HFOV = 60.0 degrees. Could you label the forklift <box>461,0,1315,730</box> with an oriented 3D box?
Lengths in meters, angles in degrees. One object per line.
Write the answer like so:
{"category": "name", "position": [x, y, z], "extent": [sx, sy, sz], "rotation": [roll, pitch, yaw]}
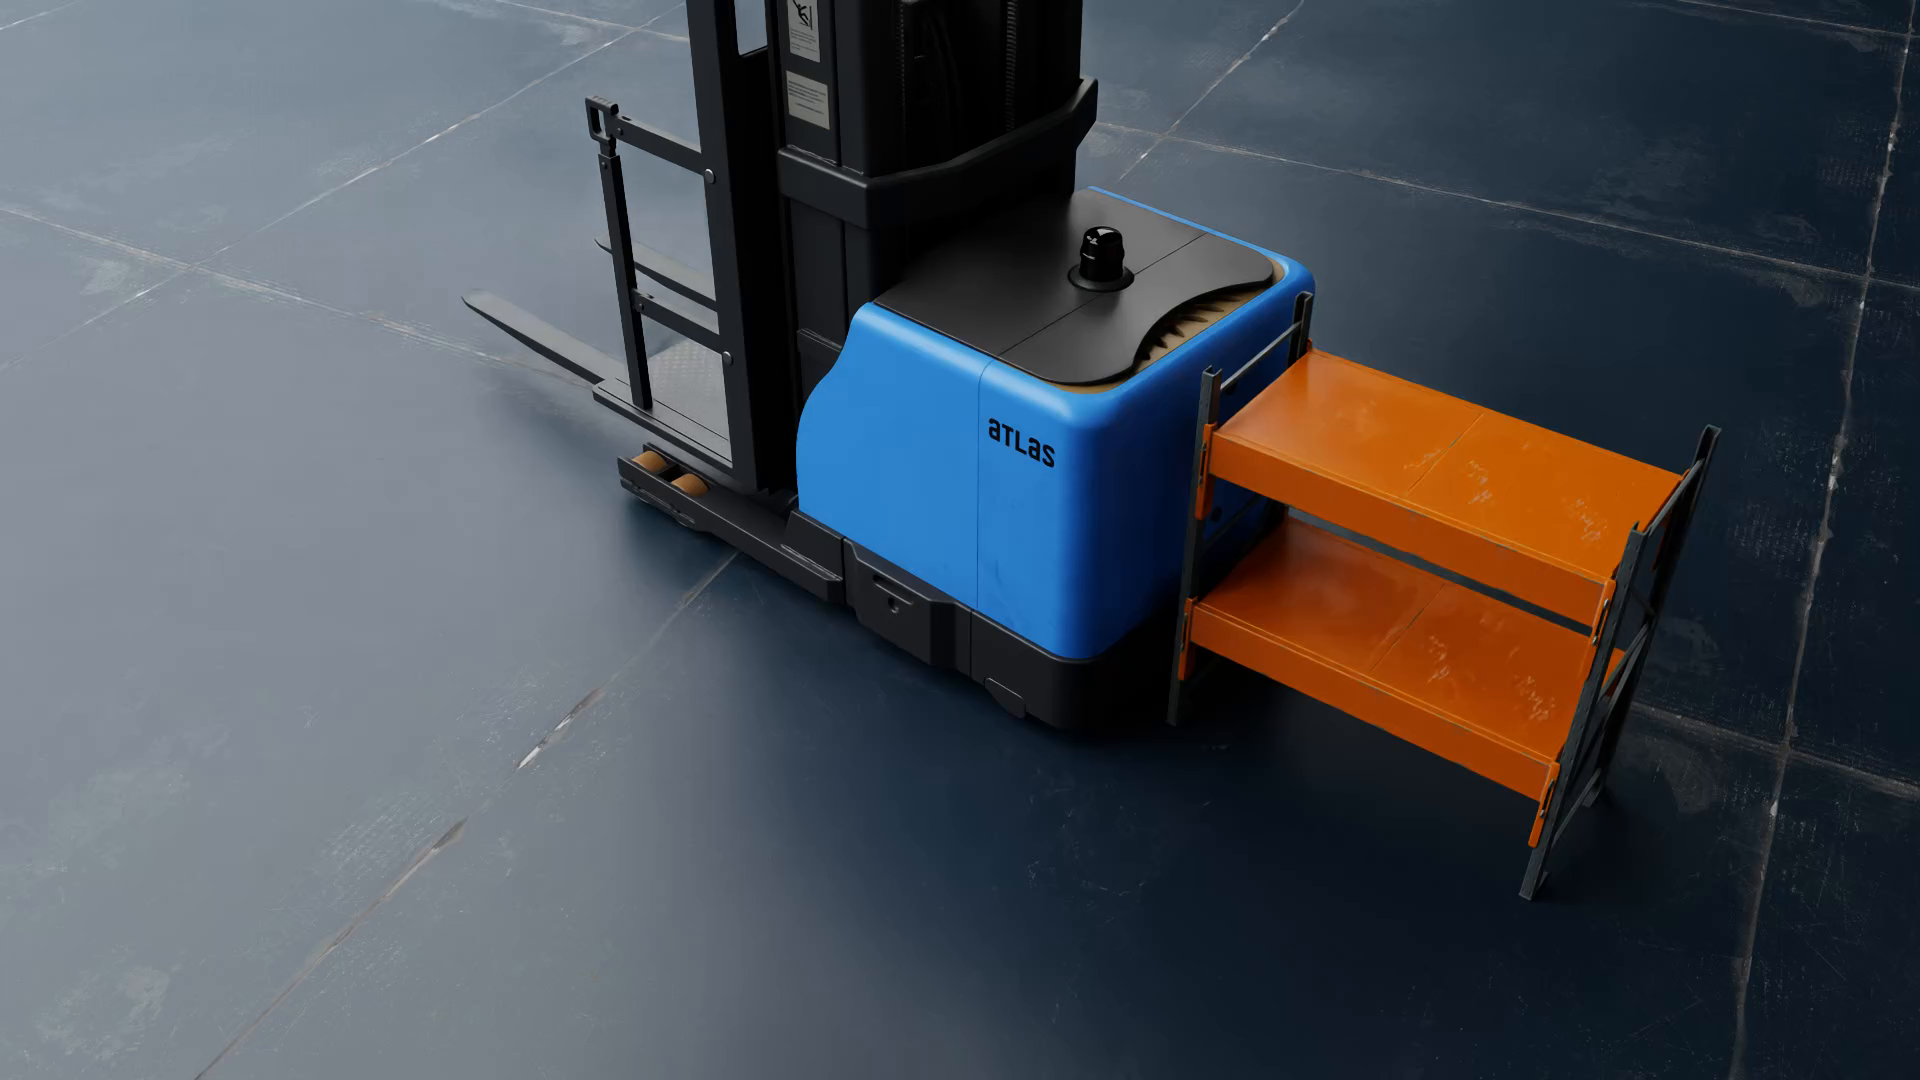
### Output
{"category": "forklift", "position": [-0.466, -1.420, 4.696], "extent": [3.031, 2.935, 1.130], "rotation": [28, 46, 32]}

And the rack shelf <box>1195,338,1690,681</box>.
{"category": "rack shelf", "position": [1.136, -0.106, 3.976], "extent": [1.000, 0.278, 0.538], "rotation": [25, 44, 29]}

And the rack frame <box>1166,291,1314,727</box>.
{"category": "rack frame", "position": [0.733, -0.060, 4.399], "extent": [0.032, 1.125, 0.500], "rotation": [25, 44, 29]}

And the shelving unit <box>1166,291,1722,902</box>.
{"category": "shelving unit", "position": [1.136, 0.127, 4.152], "extent": [1.048, 1.125, 0.538], "rotation": [25, 44, 29]}

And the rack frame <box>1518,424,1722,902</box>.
{"category": "rack frame", "position": [1.540, 0.314, 3.906], "extent": [0.032, 1.125, 0.500], "rotation": [25, 44, 29]}

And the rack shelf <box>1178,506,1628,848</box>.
{"category": "rack shelf", "position": [1.136, 0.322, 4.300], "extent": [1.000, 0.278, 0.538], "rotation": [25, 44, 29]}
